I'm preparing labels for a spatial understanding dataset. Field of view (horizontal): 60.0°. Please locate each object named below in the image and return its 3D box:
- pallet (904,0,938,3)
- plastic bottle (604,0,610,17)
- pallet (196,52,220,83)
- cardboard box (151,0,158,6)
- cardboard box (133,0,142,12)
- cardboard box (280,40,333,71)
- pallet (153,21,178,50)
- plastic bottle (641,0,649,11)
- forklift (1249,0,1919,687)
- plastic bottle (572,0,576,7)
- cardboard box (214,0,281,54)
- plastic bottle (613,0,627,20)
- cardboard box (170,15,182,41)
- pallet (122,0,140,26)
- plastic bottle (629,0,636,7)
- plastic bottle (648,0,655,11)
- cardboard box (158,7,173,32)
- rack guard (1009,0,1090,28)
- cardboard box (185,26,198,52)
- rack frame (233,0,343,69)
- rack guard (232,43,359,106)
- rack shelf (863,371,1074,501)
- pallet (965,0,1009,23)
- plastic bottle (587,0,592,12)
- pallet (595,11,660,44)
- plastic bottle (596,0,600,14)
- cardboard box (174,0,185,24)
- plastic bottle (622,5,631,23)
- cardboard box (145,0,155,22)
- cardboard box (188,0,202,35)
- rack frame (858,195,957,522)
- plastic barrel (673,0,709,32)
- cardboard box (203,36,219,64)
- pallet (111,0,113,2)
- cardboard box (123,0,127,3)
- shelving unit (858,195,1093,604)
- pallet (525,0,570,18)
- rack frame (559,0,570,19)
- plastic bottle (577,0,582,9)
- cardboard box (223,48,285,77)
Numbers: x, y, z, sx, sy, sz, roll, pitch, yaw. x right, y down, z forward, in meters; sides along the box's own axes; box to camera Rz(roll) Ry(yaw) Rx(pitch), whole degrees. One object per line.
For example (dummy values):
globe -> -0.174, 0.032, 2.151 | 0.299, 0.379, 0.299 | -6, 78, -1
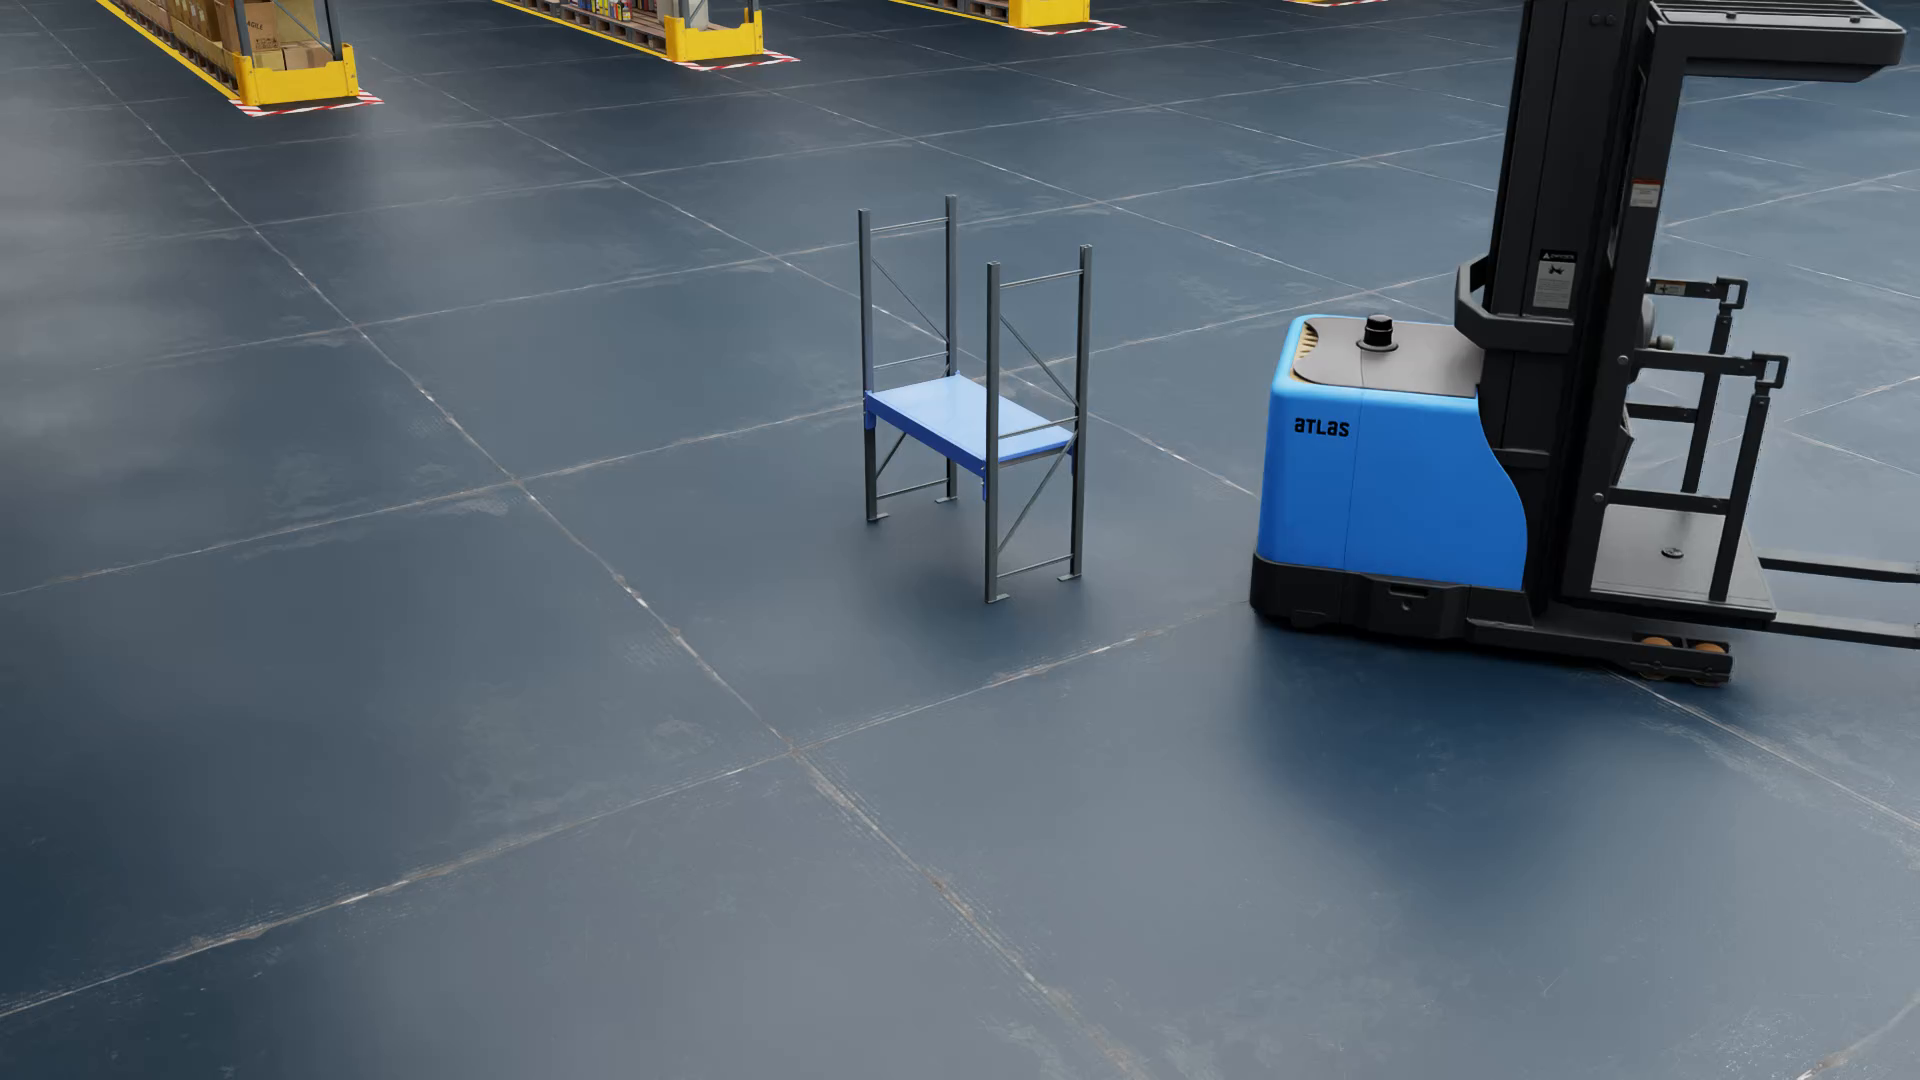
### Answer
pallet -> -0.528, -8.323, 25.134 | 1.003, 0.211, 1.213 | -16, 29, -30
plastic bottle -> -4.545, -6.992, 21.634 | 0.144, 0.351, 0.185 | -14, 29, -27
pallet -> -8.157, -5.517, 19.189 | 1.003, 0.211, 1.213 | -16, 29, -30
cardboard box -> -9.977, -6.972, 21.077 | 0.500, 0.311, 0.500 | -15, 29, -28
cardboard box -> -10.806, -7.266, 22.357 | 0.500, 0.250, 0.500 | -16, 30, -31
cardboard box -> -7.149, -5.268, 18.125 | 0.500, 0.250, 0.500 | -16, 29, -30
pallet -> -9.661, -6.502, 21.277 | 1.003, 0.211, 1.213 | -16, 29, -30
plastic bottle -> -4.204, -7.201, 22.157 | 0.061, 0.283, 0.133 | -16, 29, -30
forklift -> 2.796, -1.002, 6.439 | 3.031, 2.935, 1.130 | 7, 26, 14
plastic bottle -> -5.212, -7.343, 22.554 | 0.097, 0.201, 0.097 | 0, 25, 0
cardboard box -> -7.585, -5.486, 17.708 | 0.500, 0.500, 0.500 | -16, 29, -30
plastic bottle -> -4.375, -6.850, 21.421 | 0.152, 0.276, 0.135 | -15, 29, -29
cardboard box -> -9.227, -6.219, 20.139 | 0.500, 0.250, 0.500 | -16, 29, -30
pallet -> -10.993, -7.375, 23.125 | 1.003, 0.211, 1.213 | -16, 29, -30
plastic bottle -> -4.487, -7.354, 22.489 | 0.152, 0.276, 0.135 | -16, 29, -30
plastic bottle -> -4.115, -7.223, 22.212 | 0.152, 0.276, 0.135 | -15, 29, -29
cardboard box -> -9.696, -6.536, 20.811 | 0.500, 0.250, 0.500 | -16, 30, -30
rack guard -> 1.218, -7.282, 22.591 | 1.175, 0.500, 0.348 | -16, 29, -30
cardboard box -> -8.690, -5.859, 19.376 | 0.500, 0.250, 0.500 | -16, 29, -30
rack frame -> -7.043, -6.078, 17.112 | 1.000, 3.000, 0.127 | -16, 29, -30
rack guard -> -7.030, -4.939, 17.627 | 1.175, 0.500, 0.348 | -16, 29, -30
rack shelf -> 0.047, -0.485, 7.442 | 0.538, 0.185, 1.000 | -16, 29, -30
pallet -> 0.804, -7.450, 23.285 | 1.003, 0.211, 1.213 | -16, 29, -30
plastic bottle -> -4.878, -7.210, 22.097 | 0.144, 0.351, 0.185 | -17, 30, -32
pallet -> -4.072, -6.714, 21.726 | 1.003, 0.211, 1.213 | -16, 29, -30
plastic bottle -> -4.743, -7.036, 21.903 | 0.097, 0.201, 0.097 | 0, 25, 0
cardboard box -> -8.956, -6.379, 19.599 | 0.500, 0.500, 0.500 | -16, 29, -30
plastic bottle -> -4.261, -6.719, 21.233 | 0.097, 0.201, 0.097 | 0, 25, 0
cardboard box -> -10.250, -6.900, 21.582 | 0.500, 0.250, 0.500 | -15, 29, -28
cardboard box -> -8.415, -6.020, 18.838 | 0.500, 0.500, 0.500 | -16, 29, -30
rack frame -> -0.231, -0.830, 7.750 | 0.500, 1.500, 0.032 | -16, 29, -30
plastic barrel -> -3.314, -6.514, 20.457 | 0.421, 0.512, 0.421 | 0, 25, 0
cardboard box -> -8.141, -5.502, 18.620 | 0.500, 0.250, 0.500 | -16, 29, -30
pallet -> -12.448, -8.390, 25.276 | 1.003, 0.211, 1.213 | -16, 29, -30
cardboard box -> -11.370, -7.630, 23.129 | 0.500, 0.250, 0.500 | -16, 29, -30
shelving unit -> 0.047, -0.648, 7.365 | 0.538, 1.500, 1.048 | -16, 29, -30
pallet -> -5.535, -7.673, 23.756 | 1.003, 0.211, 1.213 | -16, 29, -30
rack frame -> -5.074, -8.662, 22.585 | 1.000, 3.000, 0.127 | -16, 29, -30
plastic bottle -> -5.068, -7.304, 22.383 | 0.152, 0.276, 0.135 | -14, 29, -28
cardboard box -> -7.583, -5.148, 17.870 | 0.500, 0.250, 0.500 | -16, 29, -30
